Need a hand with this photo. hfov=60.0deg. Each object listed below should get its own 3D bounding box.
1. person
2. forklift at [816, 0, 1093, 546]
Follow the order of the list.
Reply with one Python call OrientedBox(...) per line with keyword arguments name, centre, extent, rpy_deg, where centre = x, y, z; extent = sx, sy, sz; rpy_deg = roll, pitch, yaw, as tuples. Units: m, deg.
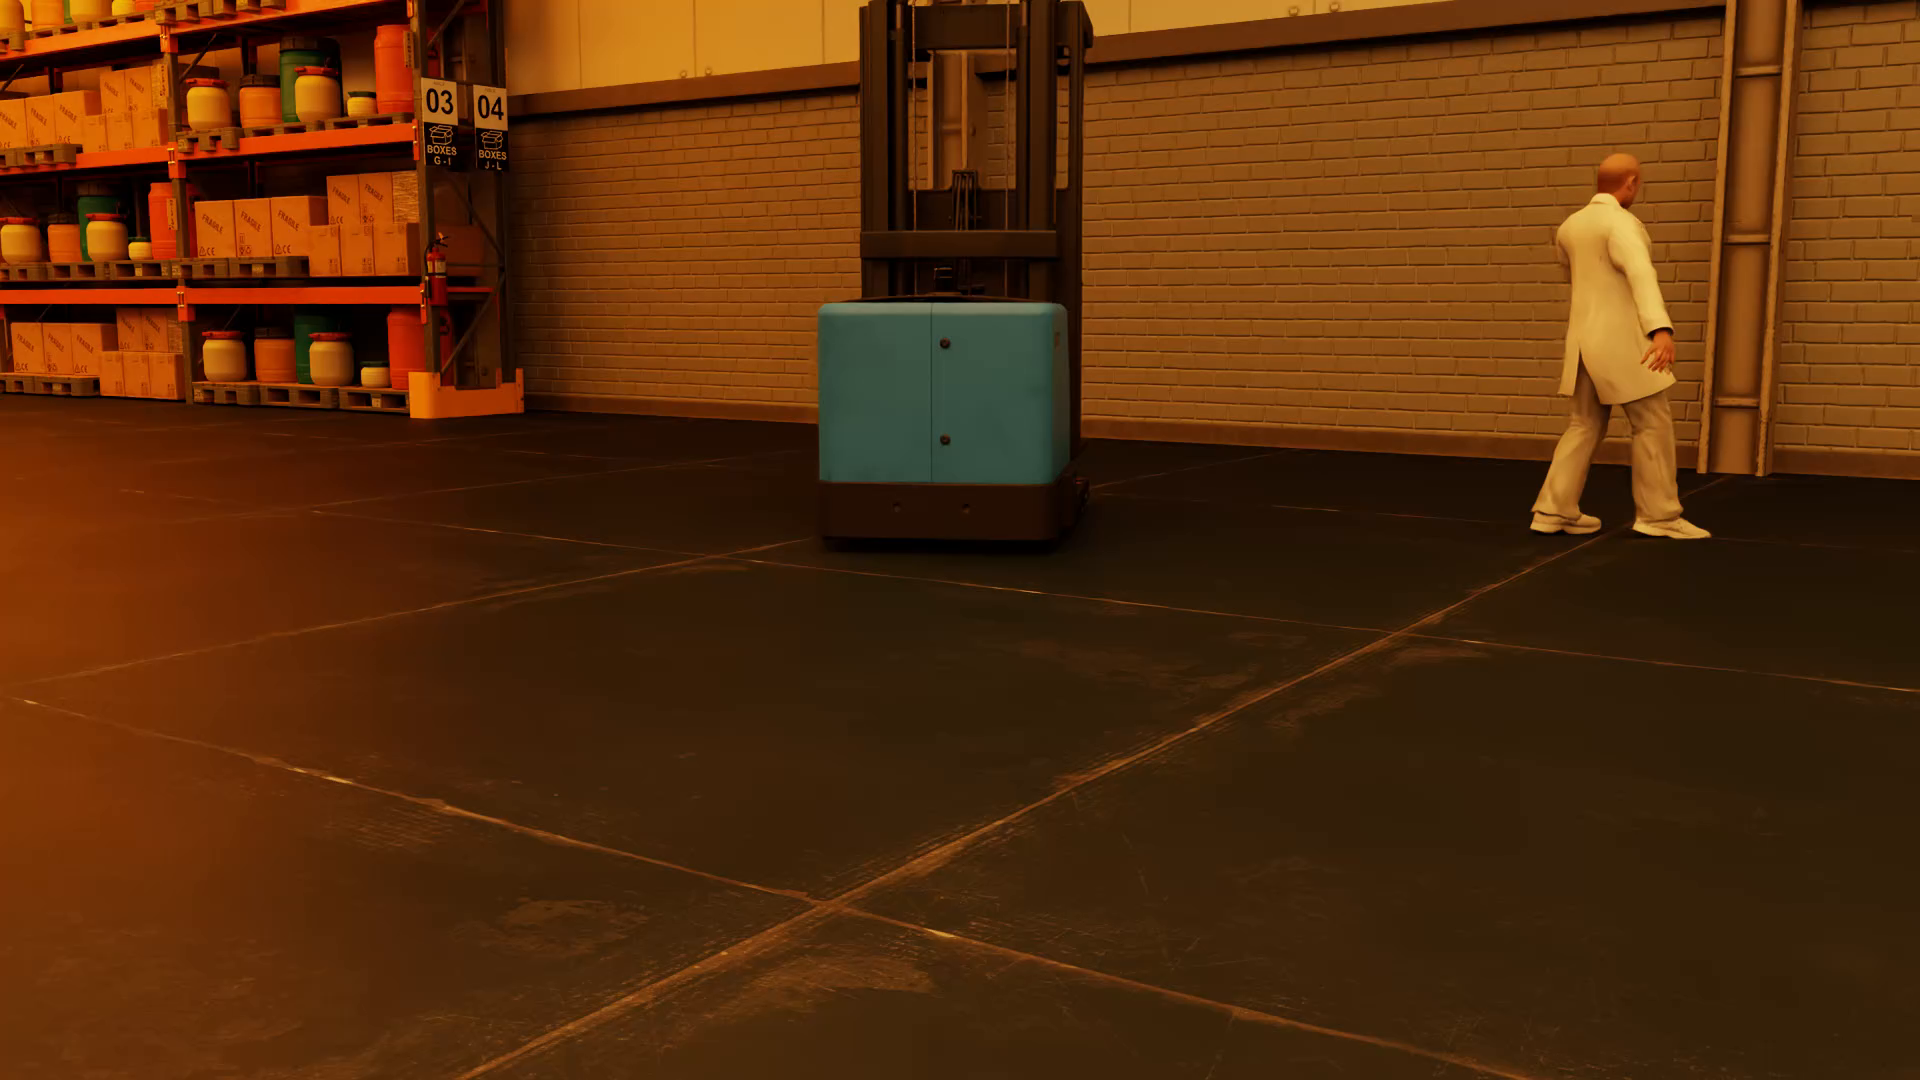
OrientedBox(name="person", centre=(3.077, -0.871, 7.628), extent=(0.788, 1.773, 1.044), rpy_deg=(-2, 8, -12))
OrientedBox(name="forklift", centre=(0.090, -1.594, 8.402), extent=(1.130, 2.935, 3.031), rpy_deg=(1, 8, 8))
